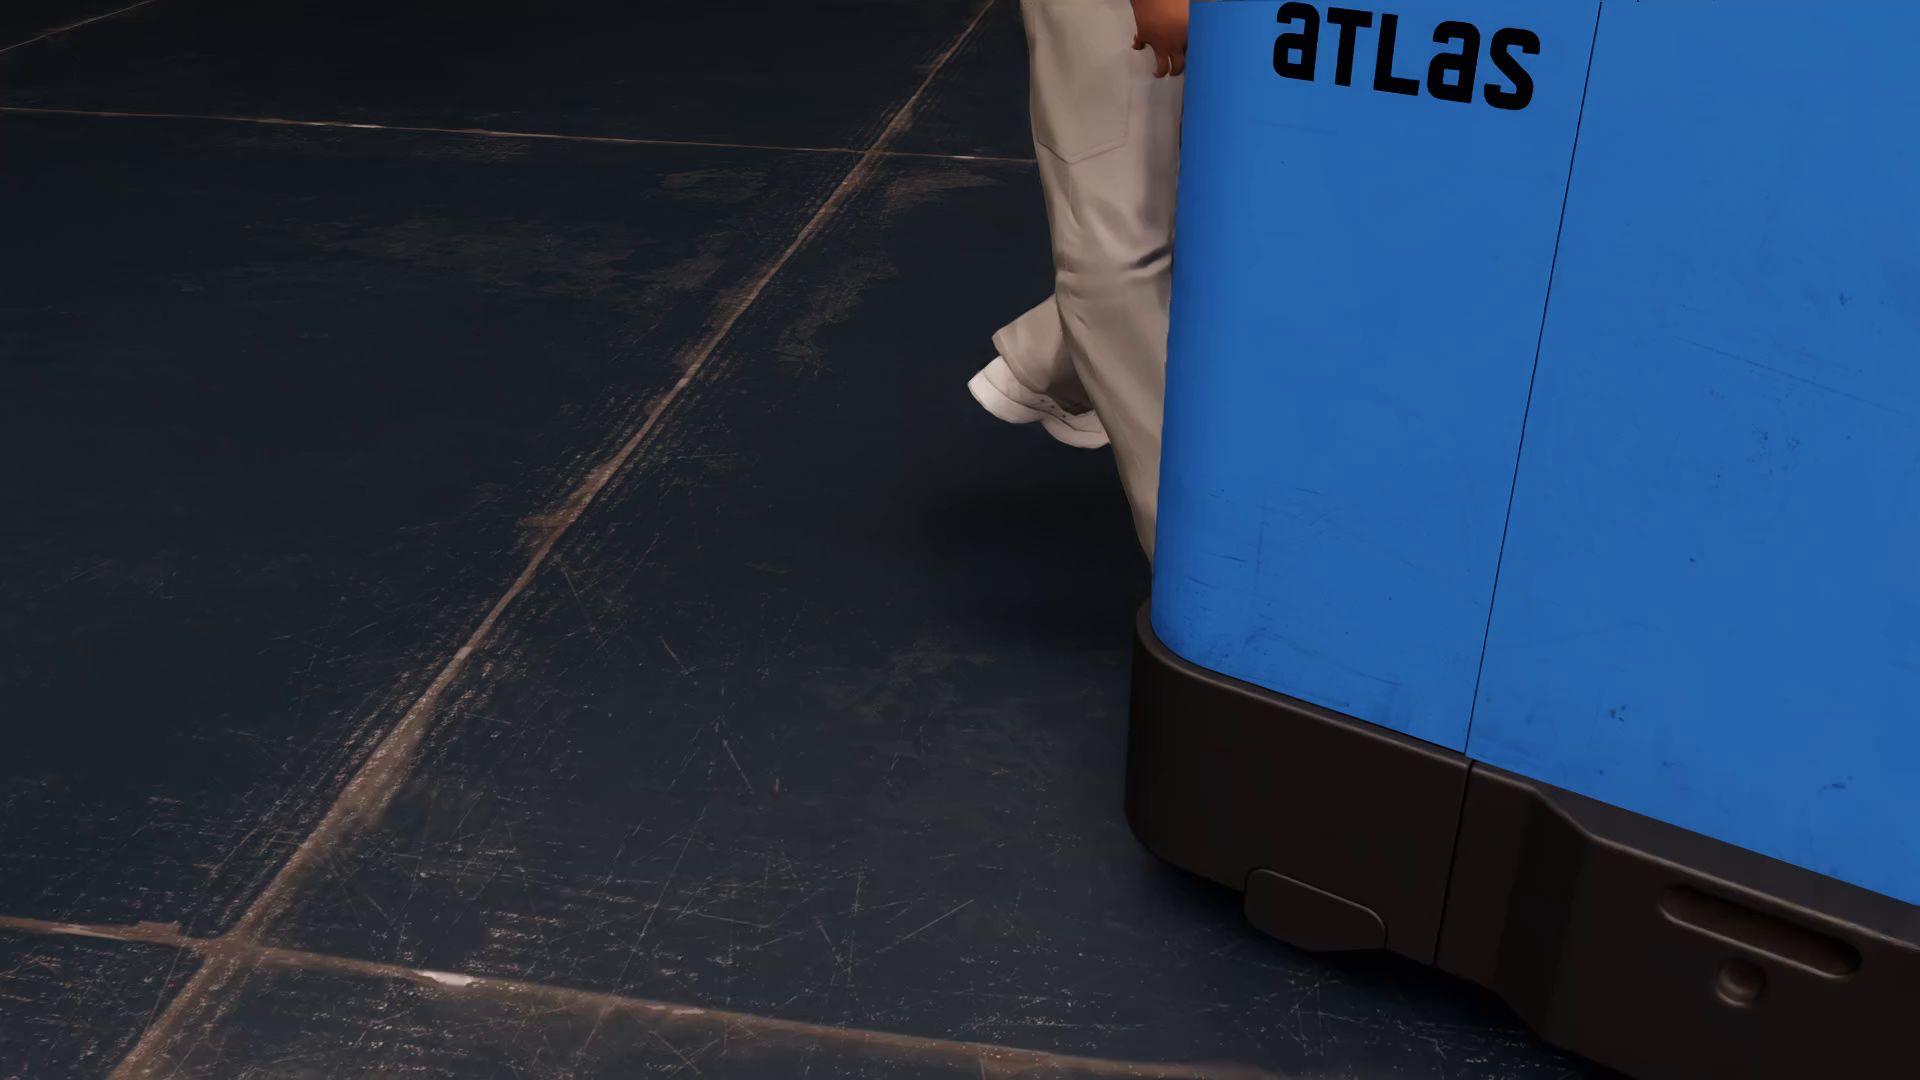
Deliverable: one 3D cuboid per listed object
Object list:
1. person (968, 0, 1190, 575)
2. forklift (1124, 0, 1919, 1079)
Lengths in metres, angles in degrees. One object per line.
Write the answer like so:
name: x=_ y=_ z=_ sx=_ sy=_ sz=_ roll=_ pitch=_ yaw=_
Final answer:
person: x=0.328 y=-0.736 z=2.097 sx=0.713 sy=1.585 sz=0.626 roll=13 pitch=32 yaw=23
forklift: x=1.694 y=-0.719 z=0.774 sx=3.031 sy=2.935 sz=1.130 roll=17 pitch=33 yaw=28
